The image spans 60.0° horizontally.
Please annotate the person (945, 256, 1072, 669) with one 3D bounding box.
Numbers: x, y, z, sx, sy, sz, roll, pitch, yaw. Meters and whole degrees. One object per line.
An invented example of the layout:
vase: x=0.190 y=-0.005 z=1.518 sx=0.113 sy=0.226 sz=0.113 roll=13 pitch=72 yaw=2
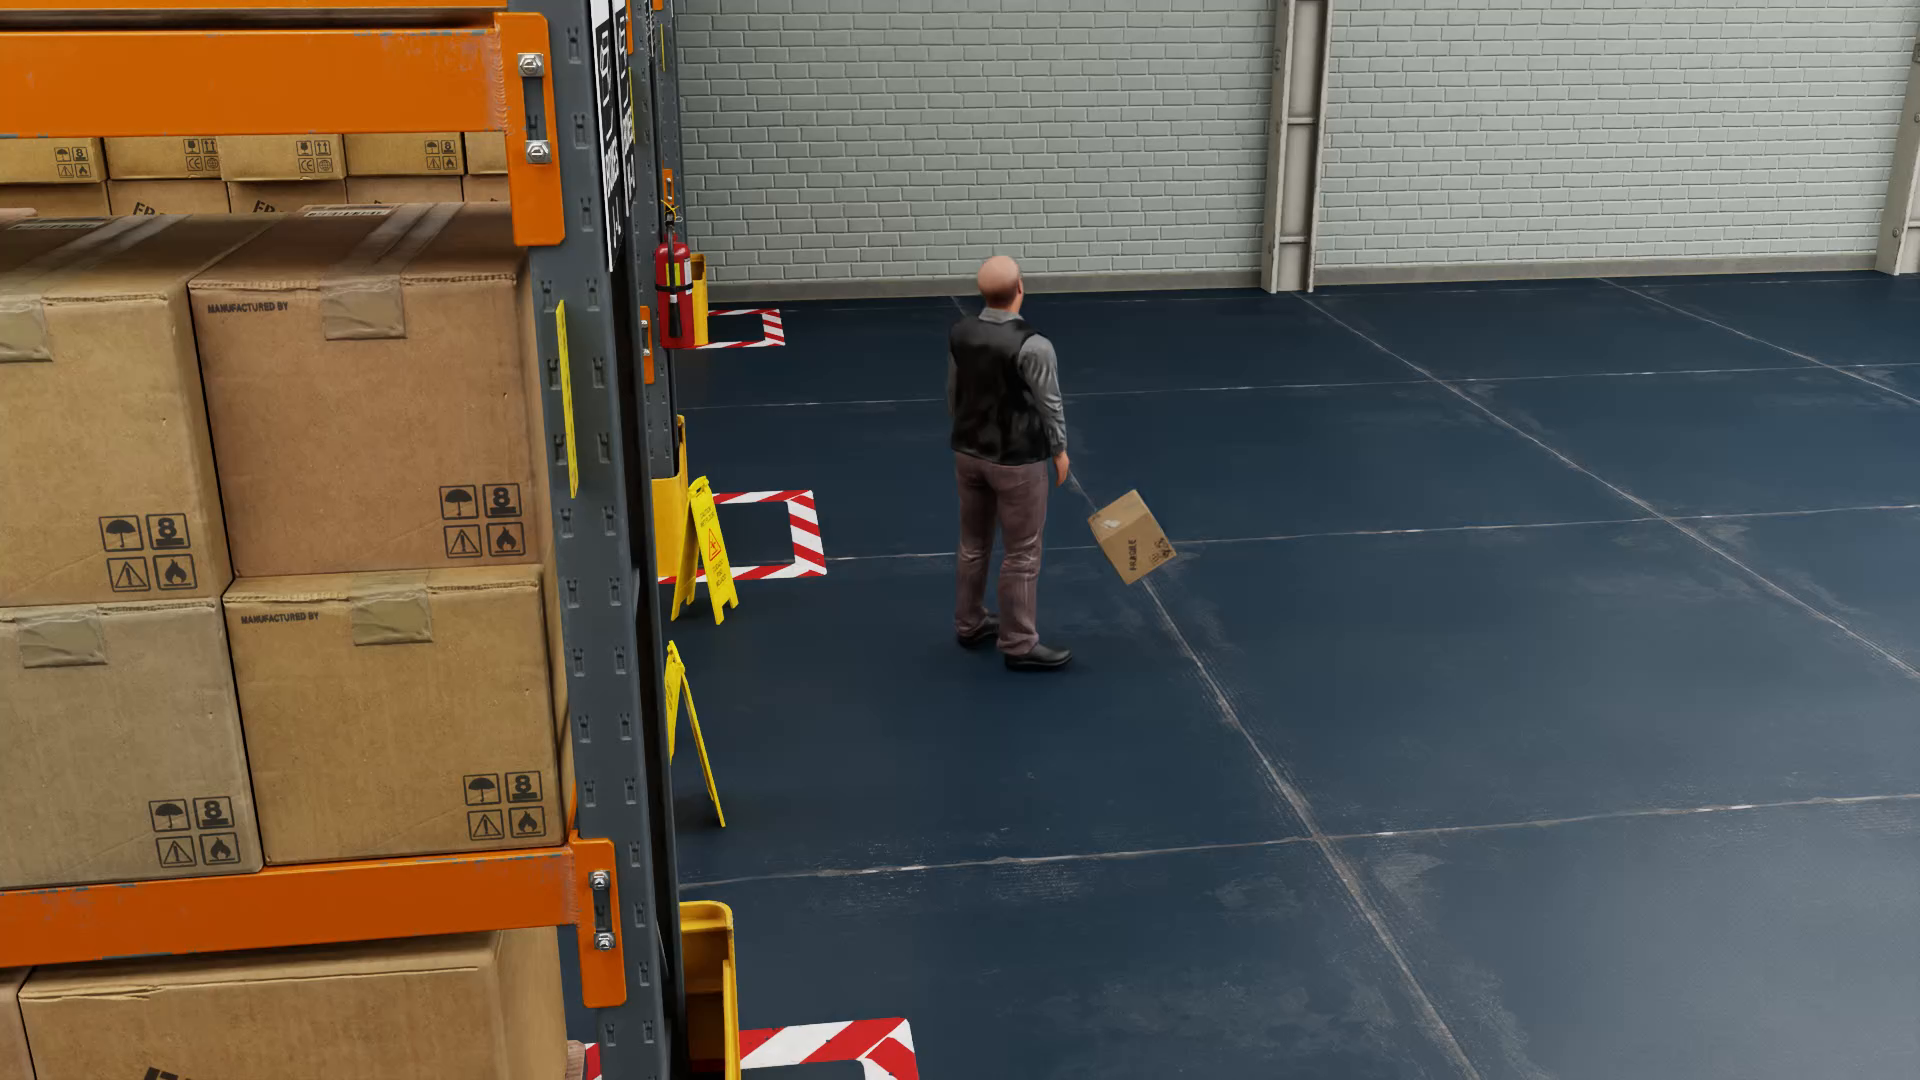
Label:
person: x=0.200 y=-0.332 z=6.967 sx=0.599 sy=1.731 sz=0.398 roll=15 pitch=25 yaw=36
